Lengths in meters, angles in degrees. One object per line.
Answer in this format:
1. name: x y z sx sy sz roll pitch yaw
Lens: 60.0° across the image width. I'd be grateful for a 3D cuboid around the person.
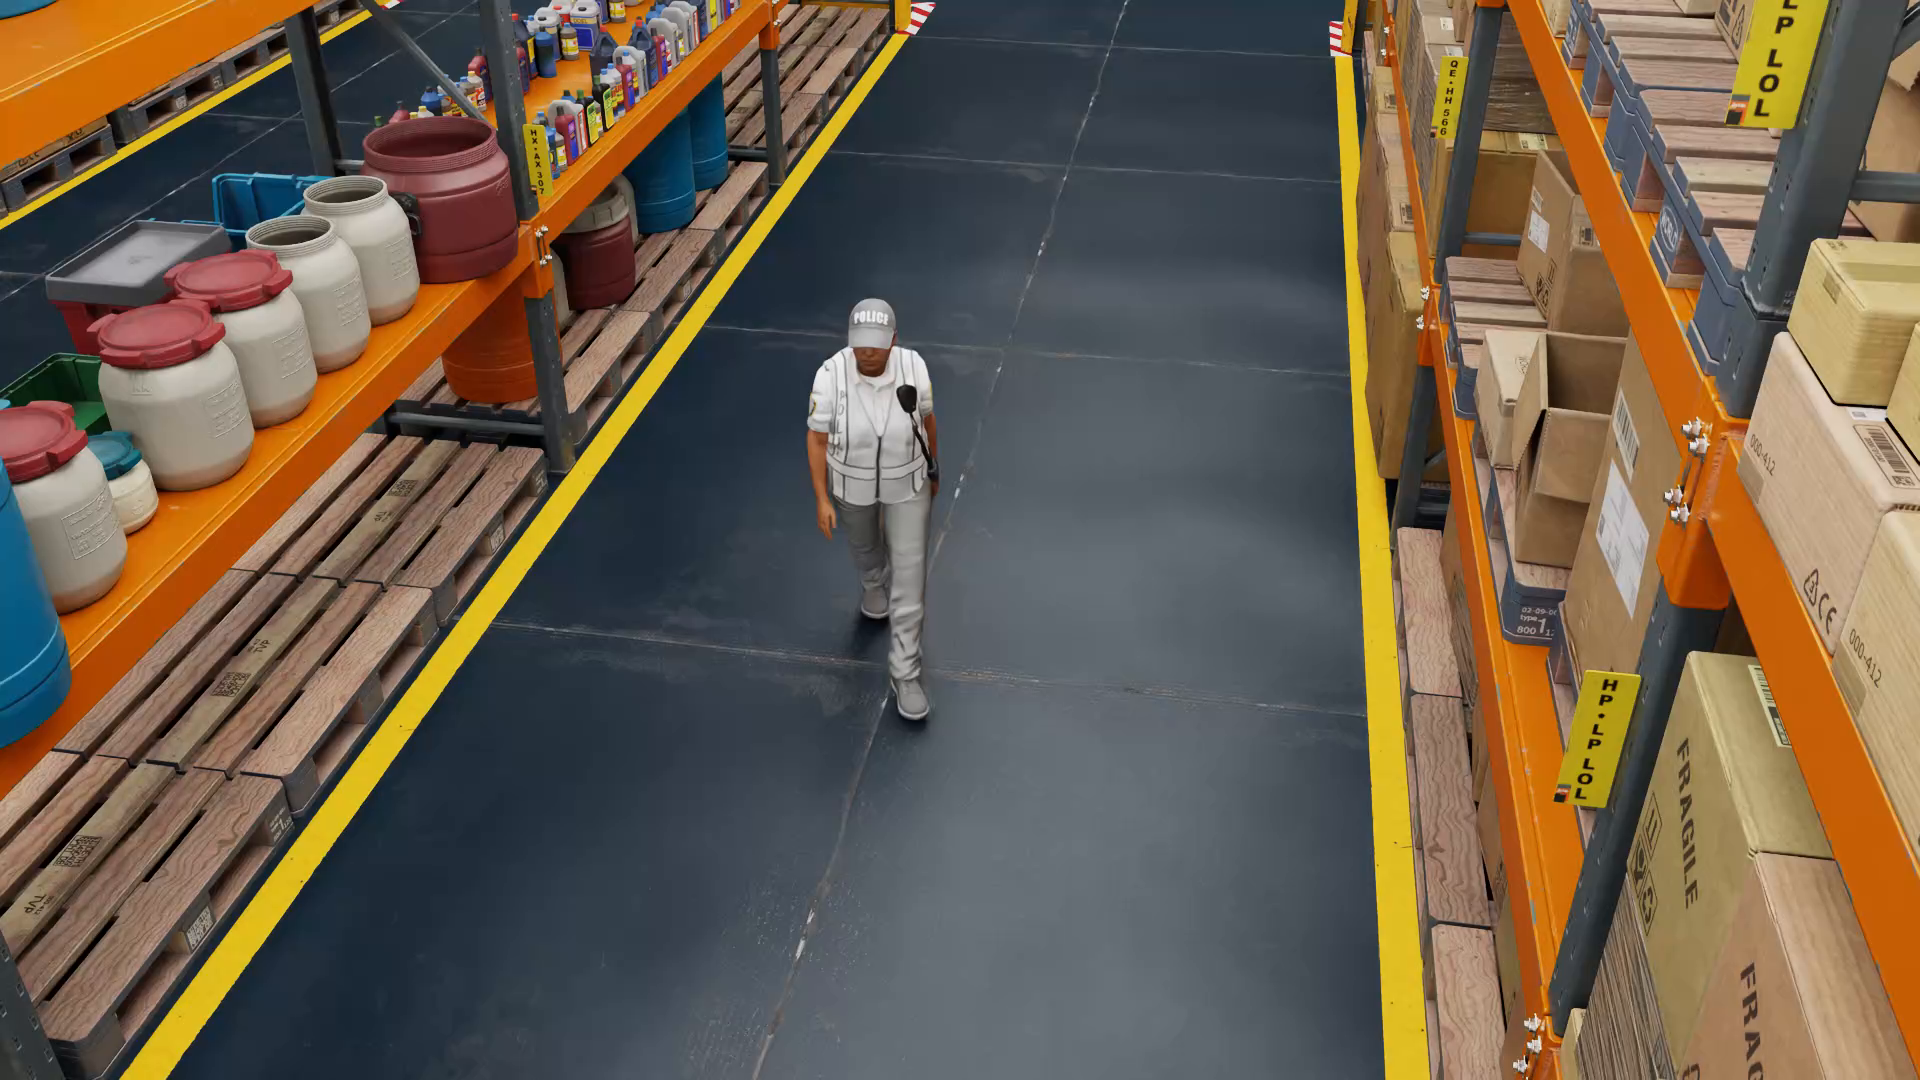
1. person: -0.332 -0.211 6.461 0.507 1.590 0.999 0 33 0
